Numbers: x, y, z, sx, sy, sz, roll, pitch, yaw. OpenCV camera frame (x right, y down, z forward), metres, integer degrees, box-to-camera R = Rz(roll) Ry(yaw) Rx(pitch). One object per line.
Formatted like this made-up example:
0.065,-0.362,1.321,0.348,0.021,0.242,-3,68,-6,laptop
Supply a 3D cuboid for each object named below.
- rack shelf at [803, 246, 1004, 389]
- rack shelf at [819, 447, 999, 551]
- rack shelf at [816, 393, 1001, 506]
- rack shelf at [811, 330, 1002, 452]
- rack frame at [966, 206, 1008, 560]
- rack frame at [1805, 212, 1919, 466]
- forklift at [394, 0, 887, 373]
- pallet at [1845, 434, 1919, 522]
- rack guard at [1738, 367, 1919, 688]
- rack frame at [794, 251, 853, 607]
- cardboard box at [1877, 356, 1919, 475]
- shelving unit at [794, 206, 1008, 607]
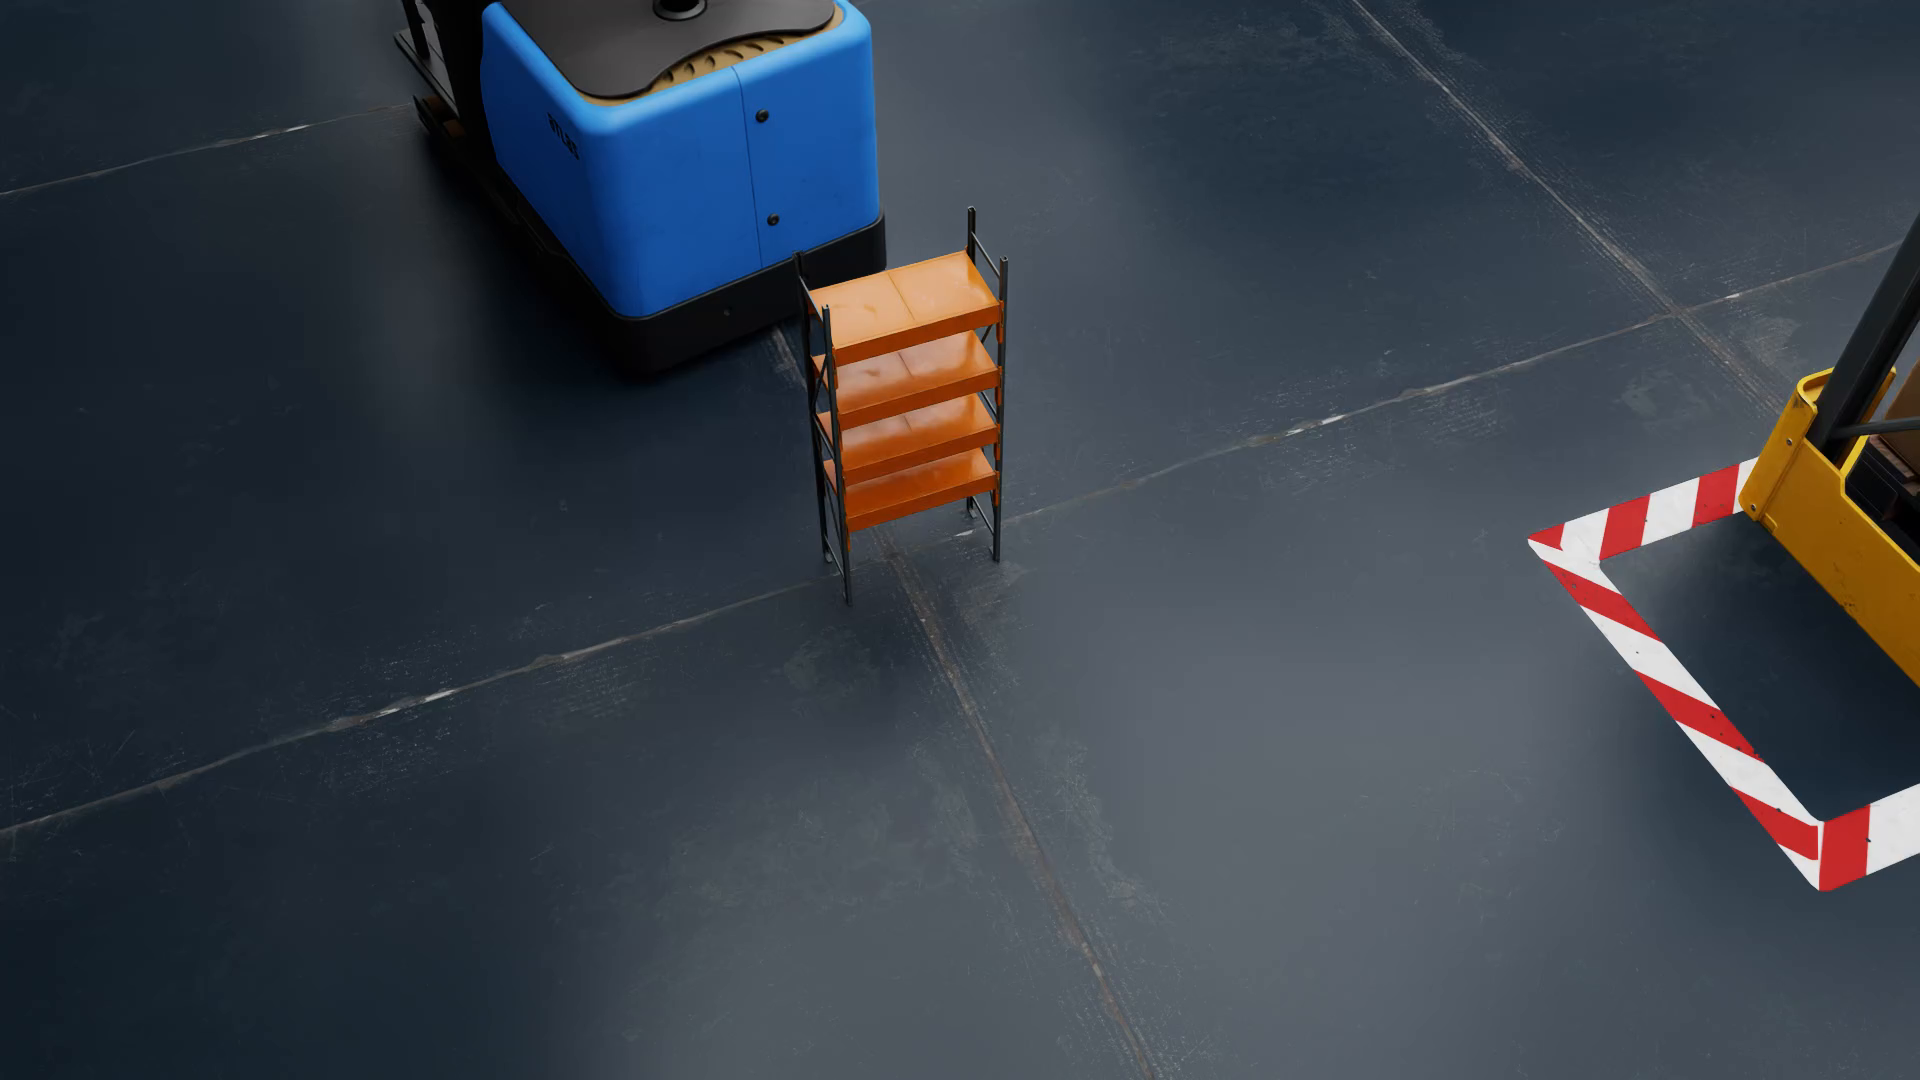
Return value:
-0.153,-0.599,4.456,0.480,0.148,0.258,-17,52,-14,rack shelf
-0.153,-0.170,4.956,0.480,0.148,0.258,-17,52,-14,rack shelf
-0.153,-0.300,4.805,0.480,0.148,0.258,-17,52,-14,rack shelf
-0.153,-0.445,4.635,0.480,0.148,0.258,-17,52,-14,rack shelf
0.073,-0.413,4.814,0.015,1.200,0.240,-17,52,-14,rack frame
2.797,-0.740,3.908,0.127,3.000,1.000,-17,52,-14,rack frame
-1.496,-2.619,5.567,1.130,2.935,3.031,-27,54,-21,forklift
3.605,-0.082,5.182,1.213,0.211,1.003,-17,52,-14,pallet
2.867,0.053,4.875,0.348,0.500,1.175,-17,52,-14,rack guard
-0.379,-0.273,4.694,0.015,1.200,0.240,-17,52,-14,rack frame
3.207,-0.397,4.972,0.500,0.500,0.500,-17,52,-14,cardboard box
-0.153,-0.343,4.754,0.503,1.200,0.258,-17,52,-14,shelving unit
